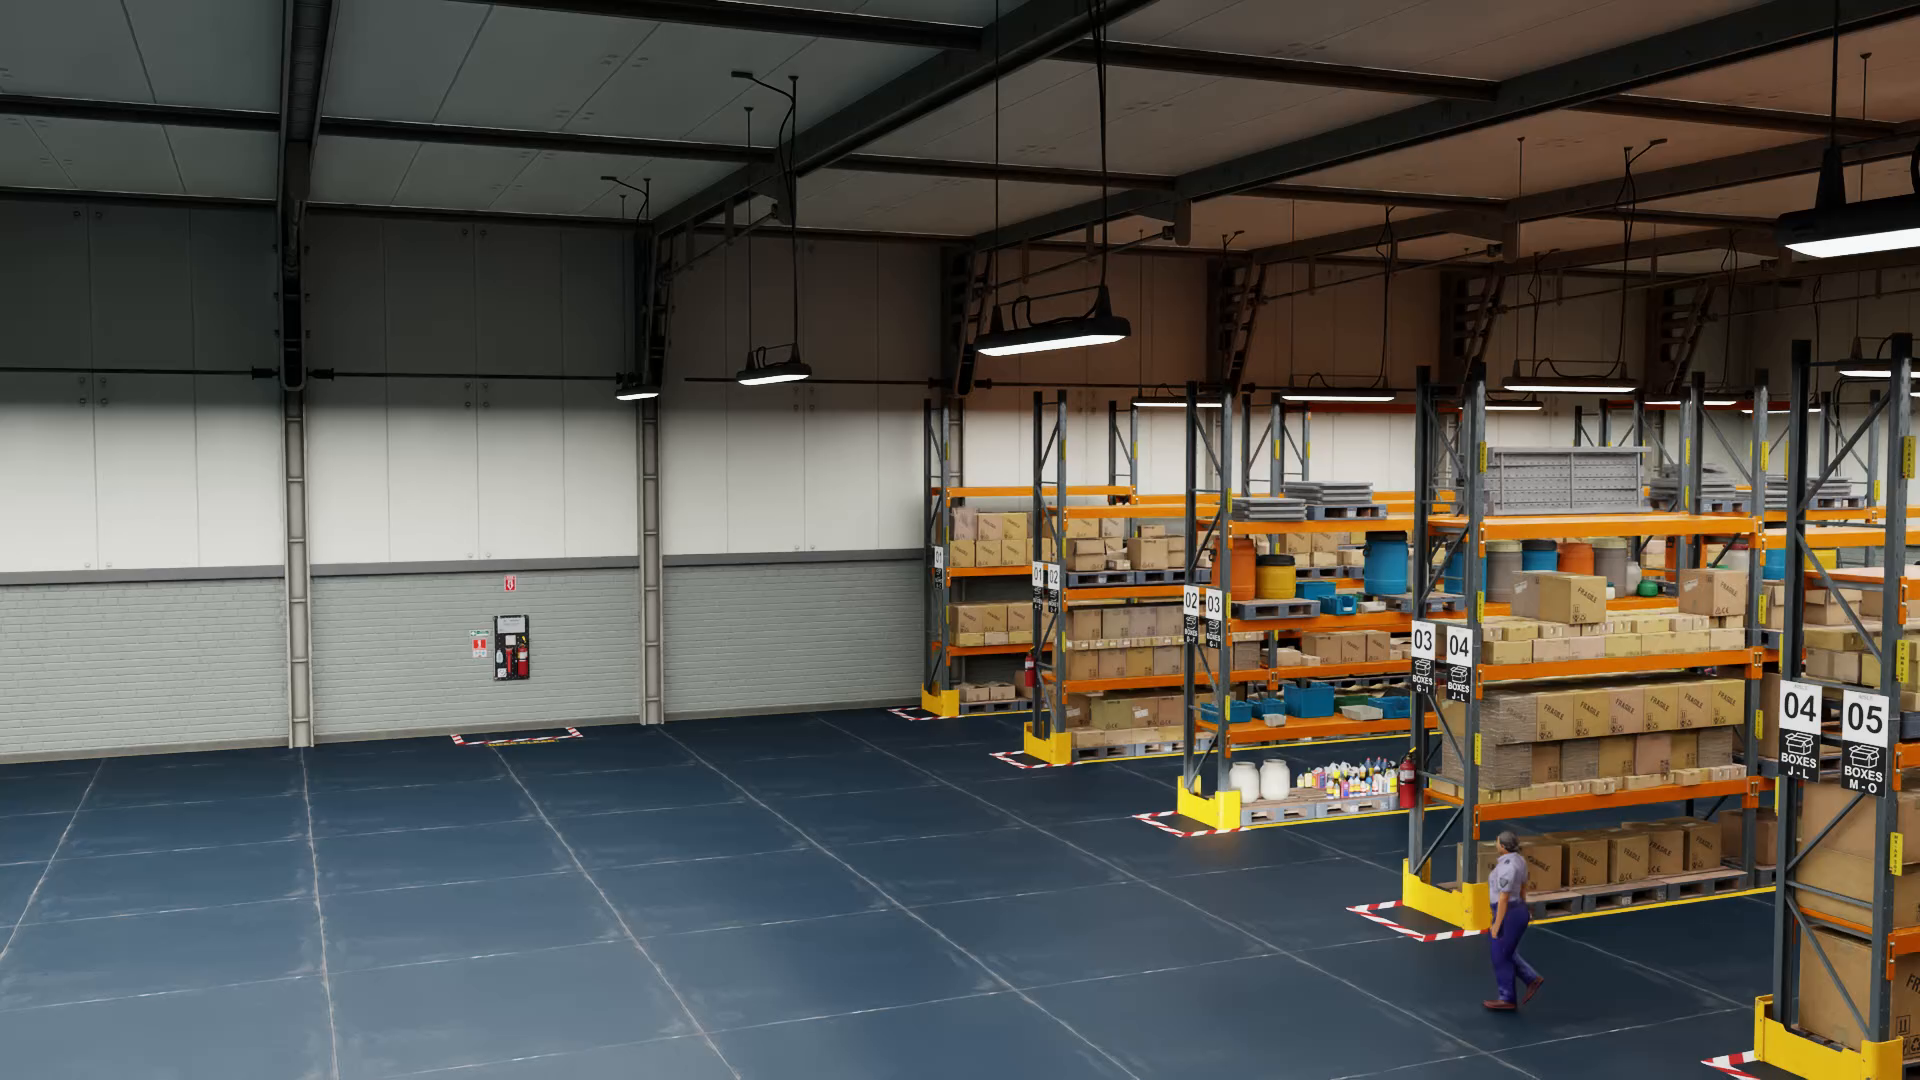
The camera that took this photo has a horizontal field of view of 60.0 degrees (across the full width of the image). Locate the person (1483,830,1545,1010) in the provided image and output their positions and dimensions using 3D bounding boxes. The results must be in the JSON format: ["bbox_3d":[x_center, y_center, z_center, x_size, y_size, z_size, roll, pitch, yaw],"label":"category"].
[{"bbox_3d":[5.031,3.439,15.076,0.515,1.635,0.475,2,4,24],"label":"person"}]

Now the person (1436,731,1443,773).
[{"bbox_3d":[7.535,2.867,25.461,0.448,1.578,1.034,-1,3,-11],"label":"person"}]
